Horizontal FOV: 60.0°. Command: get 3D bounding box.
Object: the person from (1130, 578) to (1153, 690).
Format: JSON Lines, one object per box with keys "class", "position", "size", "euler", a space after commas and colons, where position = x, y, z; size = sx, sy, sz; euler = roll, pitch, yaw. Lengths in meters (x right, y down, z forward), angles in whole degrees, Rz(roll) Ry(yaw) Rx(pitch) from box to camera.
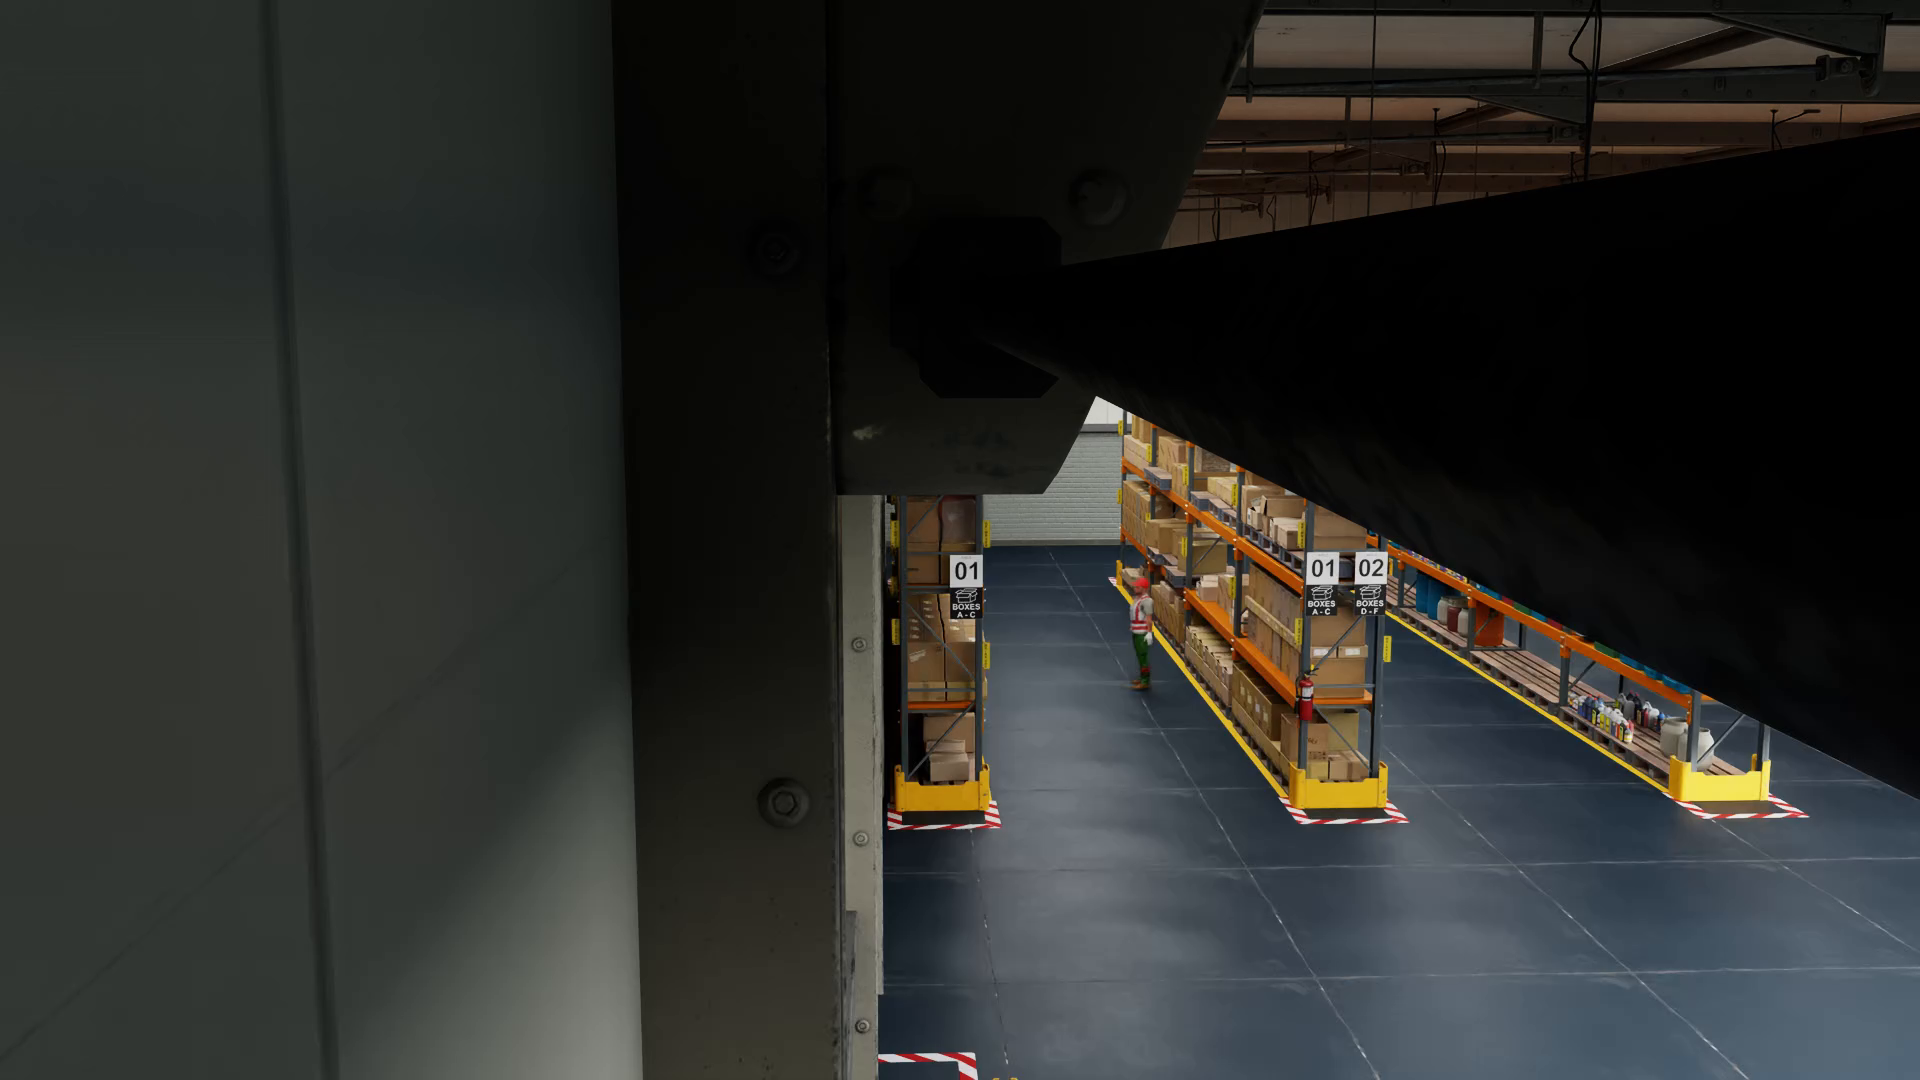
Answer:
{"class": "person", "position": [2.908, 1.491, 26.819], "size": [0.347, 1.791, 0.640], "euler": [-2, 9, -12]}
